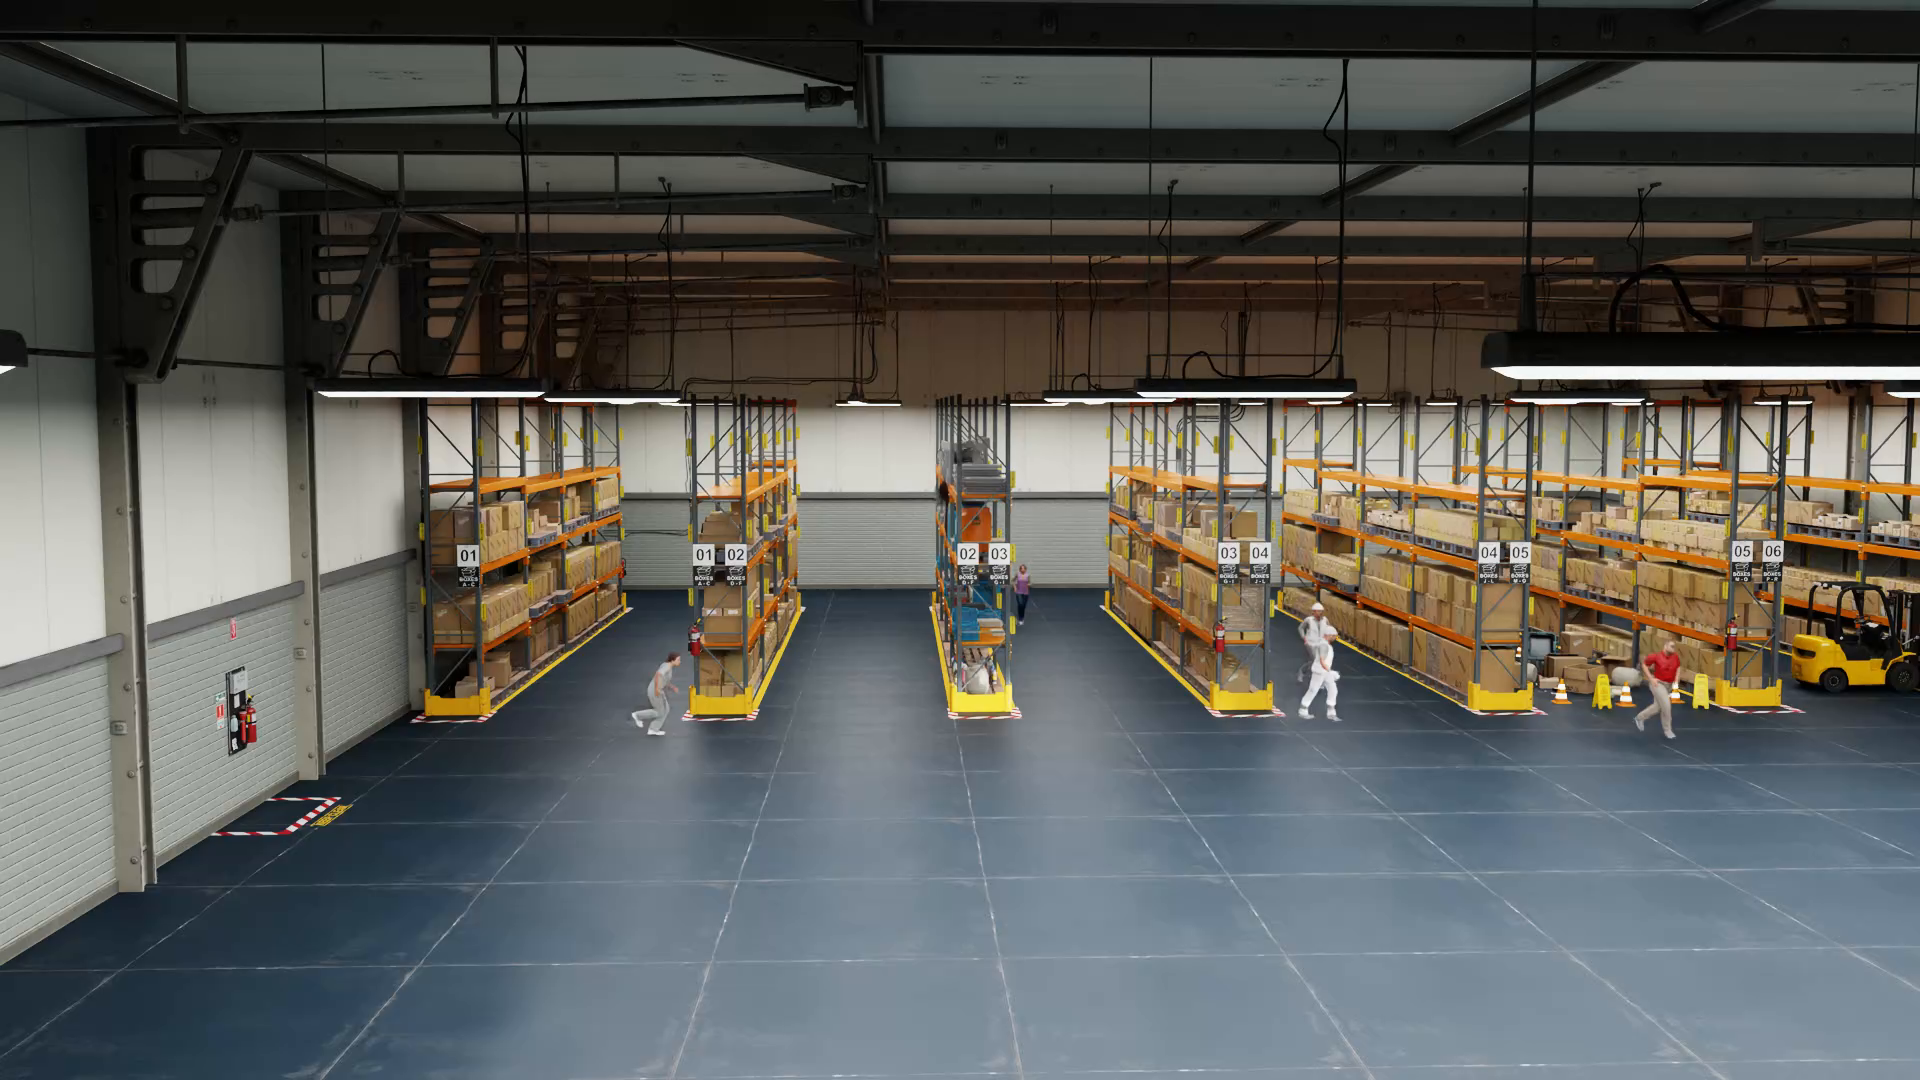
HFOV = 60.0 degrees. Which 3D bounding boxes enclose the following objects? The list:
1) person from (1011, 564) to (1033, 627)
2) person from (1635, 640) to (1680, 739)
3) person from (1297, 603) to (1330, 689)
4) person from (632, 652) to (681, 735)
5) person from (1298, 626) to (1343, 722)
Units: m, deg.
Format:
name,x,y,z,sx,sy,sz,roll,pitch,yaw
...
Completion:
name,x,y,z,sx,sy,sz,roll,pitch,yaw
person,1.652,1.457,44.060,0.520,1.646,0.743,-1,5,-9
person,12.289,2.577,29.231,0.631,1.710,0.817,-2,5,-28
person,7.276,2.150,34.277,0.615,1.751,0.823,-2,5,-23
person,-5.328,2.699,29.169,0.868,1.486,0.577,0,4,0
person,6.573,2.448,30.327,0.802,1.784,0.573,3,5,29
